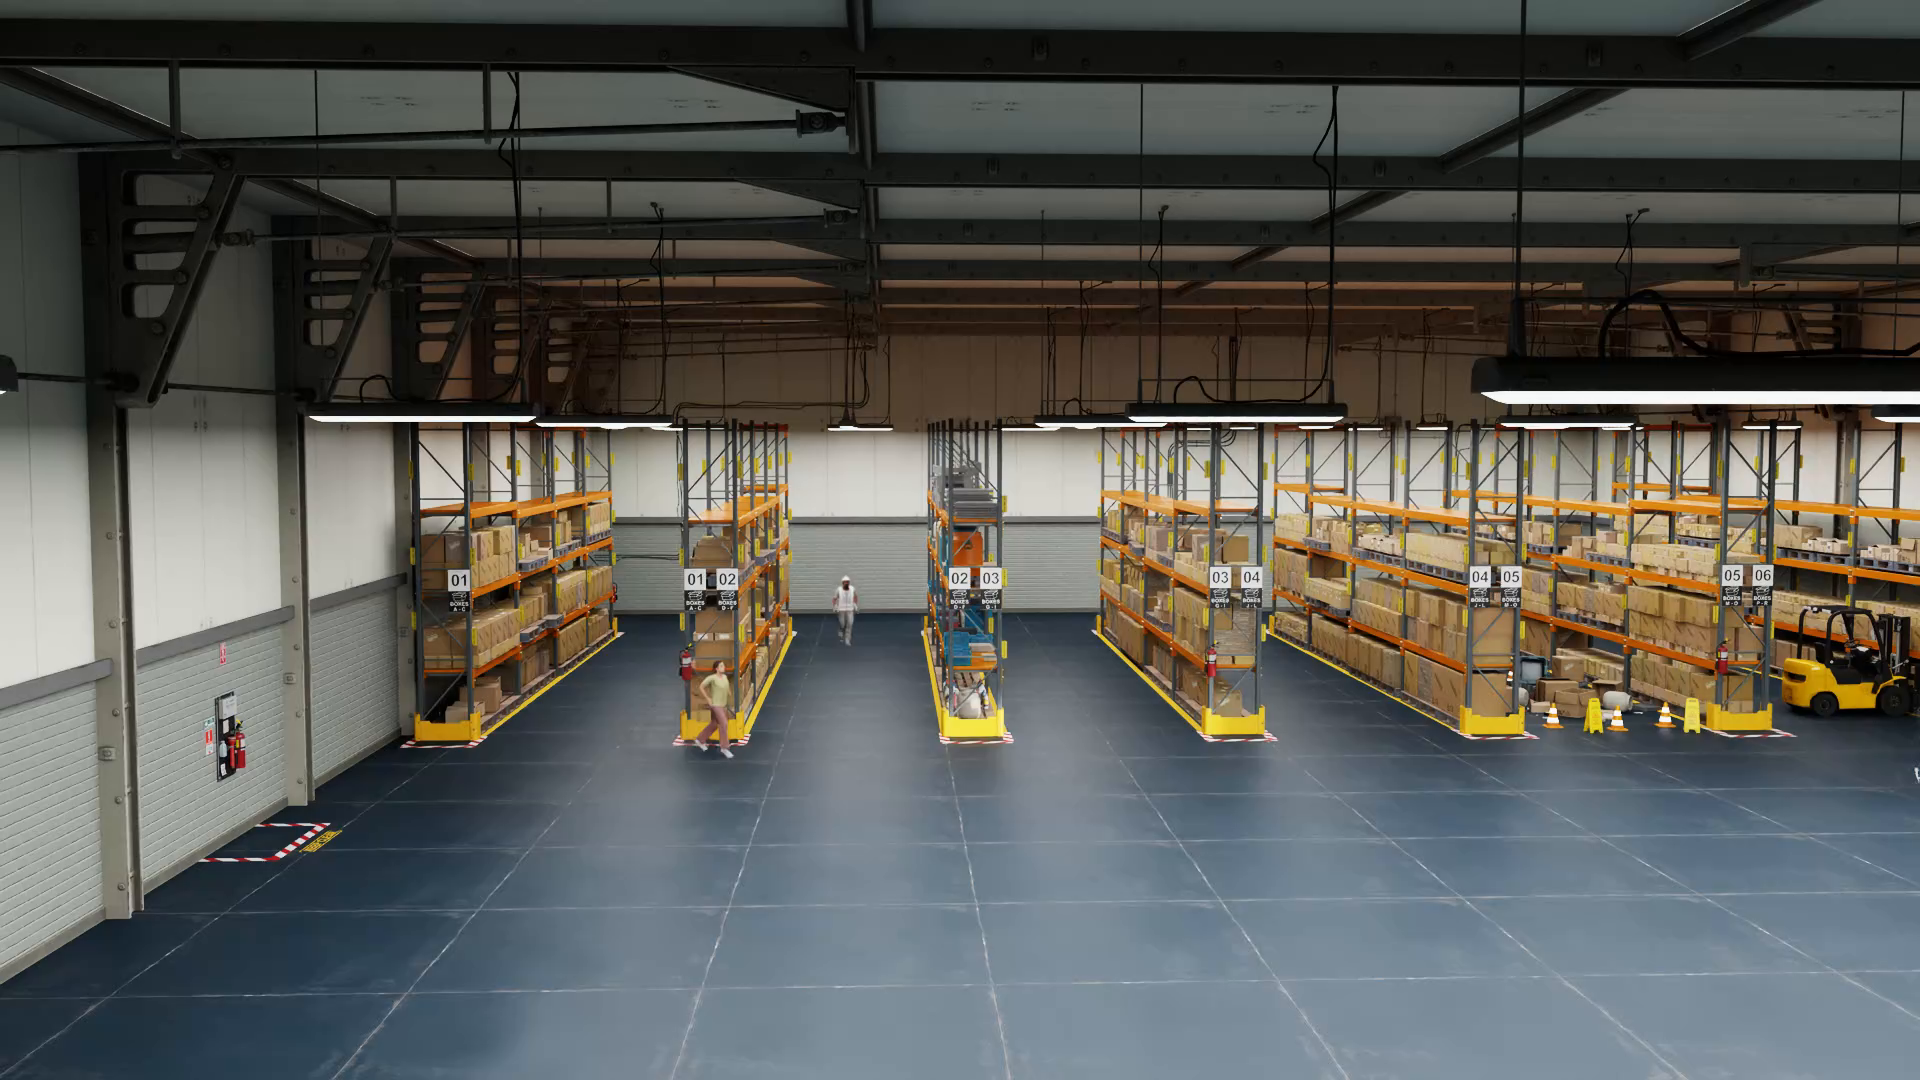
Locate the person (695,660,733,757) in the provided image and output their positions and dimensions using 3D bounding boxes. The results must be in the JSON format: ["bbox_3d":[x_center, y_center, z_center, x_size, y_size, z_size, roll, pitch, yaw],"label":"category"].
[{"bbox_3d":[-4.341,2.976,29.660,0.879,1.697,0.584,2,4,25],"label":"person"}]

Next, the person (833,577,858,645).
[{"bbox_3d":[-2.959,1.815,42.983,0.670,1.762,0.777,-1,4,-15],"label":"person"}]
